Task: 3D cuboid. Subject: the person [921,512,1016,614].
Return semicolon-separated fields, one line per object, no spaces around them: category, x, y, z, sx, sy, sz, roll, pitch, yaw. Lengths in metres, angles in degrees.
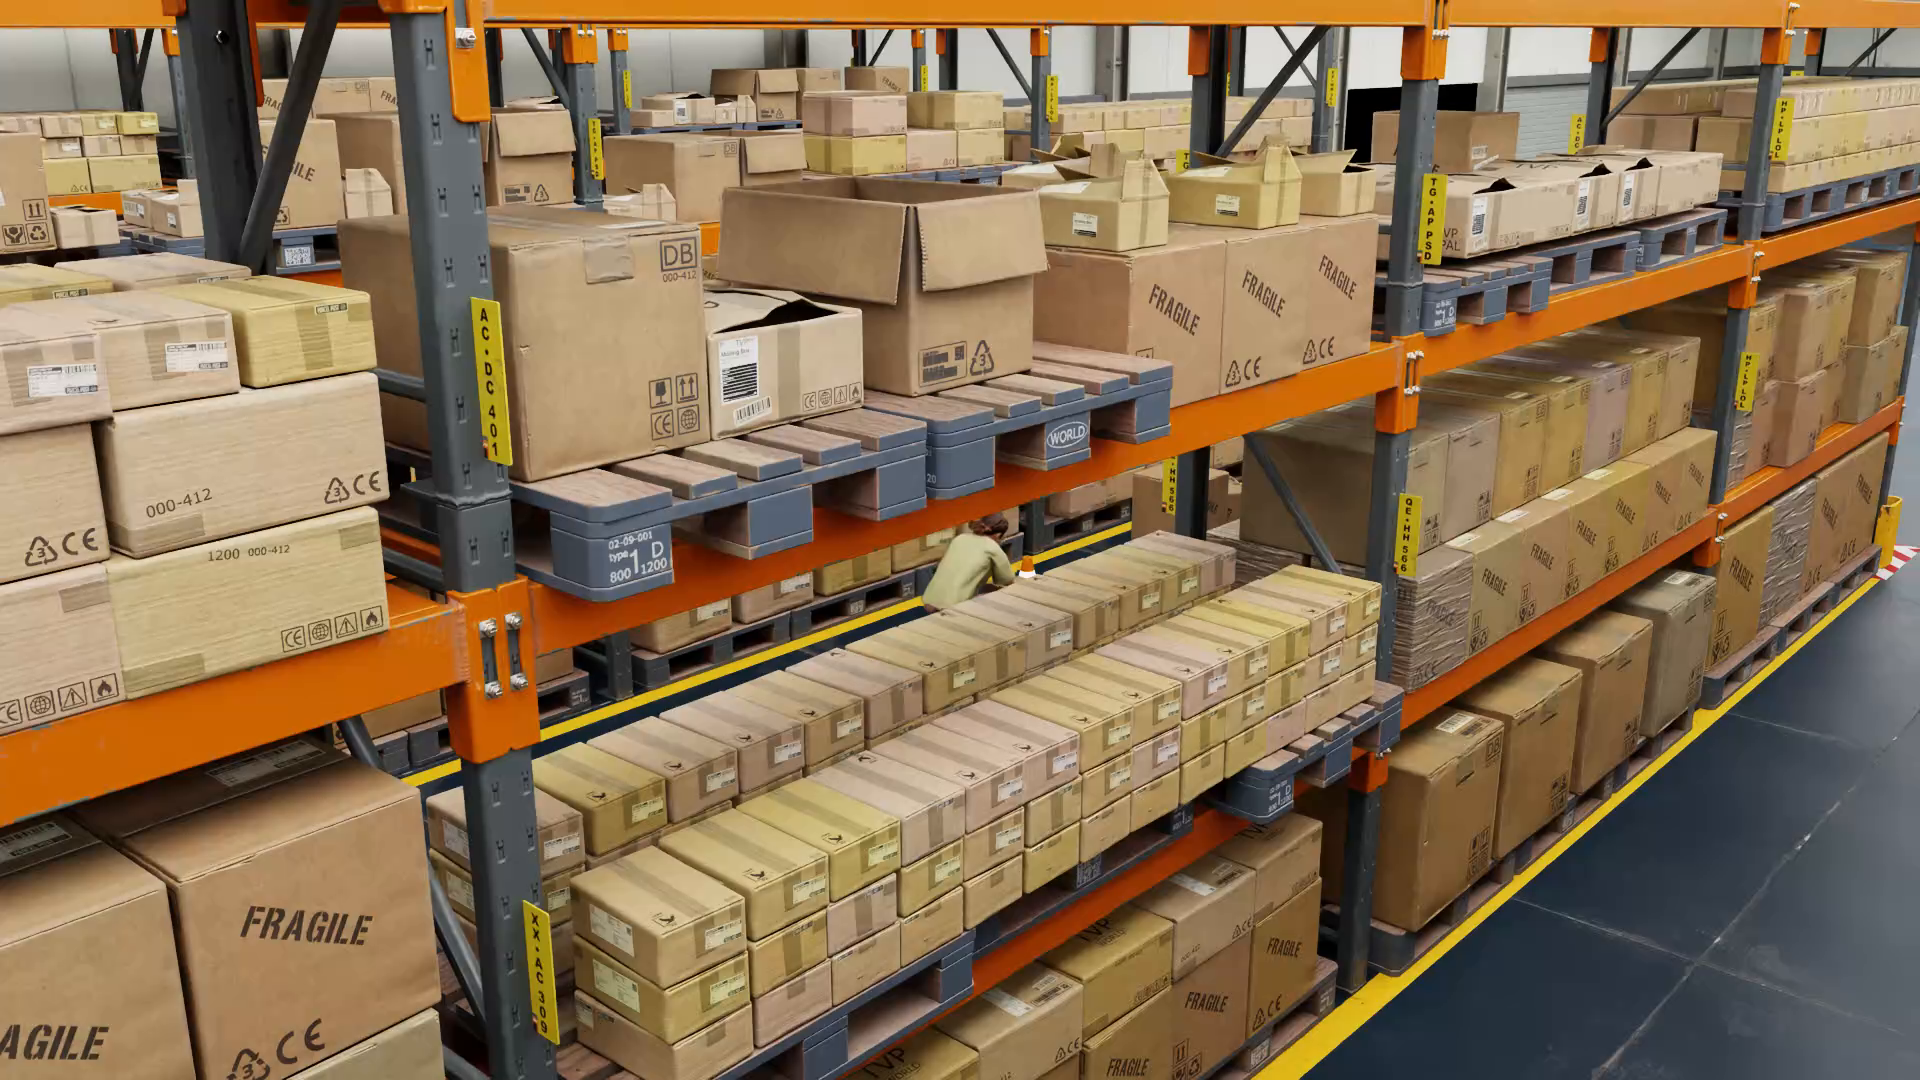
person;0.079;0.326;10.741;0.493;0.943;0.801;15;22;39
